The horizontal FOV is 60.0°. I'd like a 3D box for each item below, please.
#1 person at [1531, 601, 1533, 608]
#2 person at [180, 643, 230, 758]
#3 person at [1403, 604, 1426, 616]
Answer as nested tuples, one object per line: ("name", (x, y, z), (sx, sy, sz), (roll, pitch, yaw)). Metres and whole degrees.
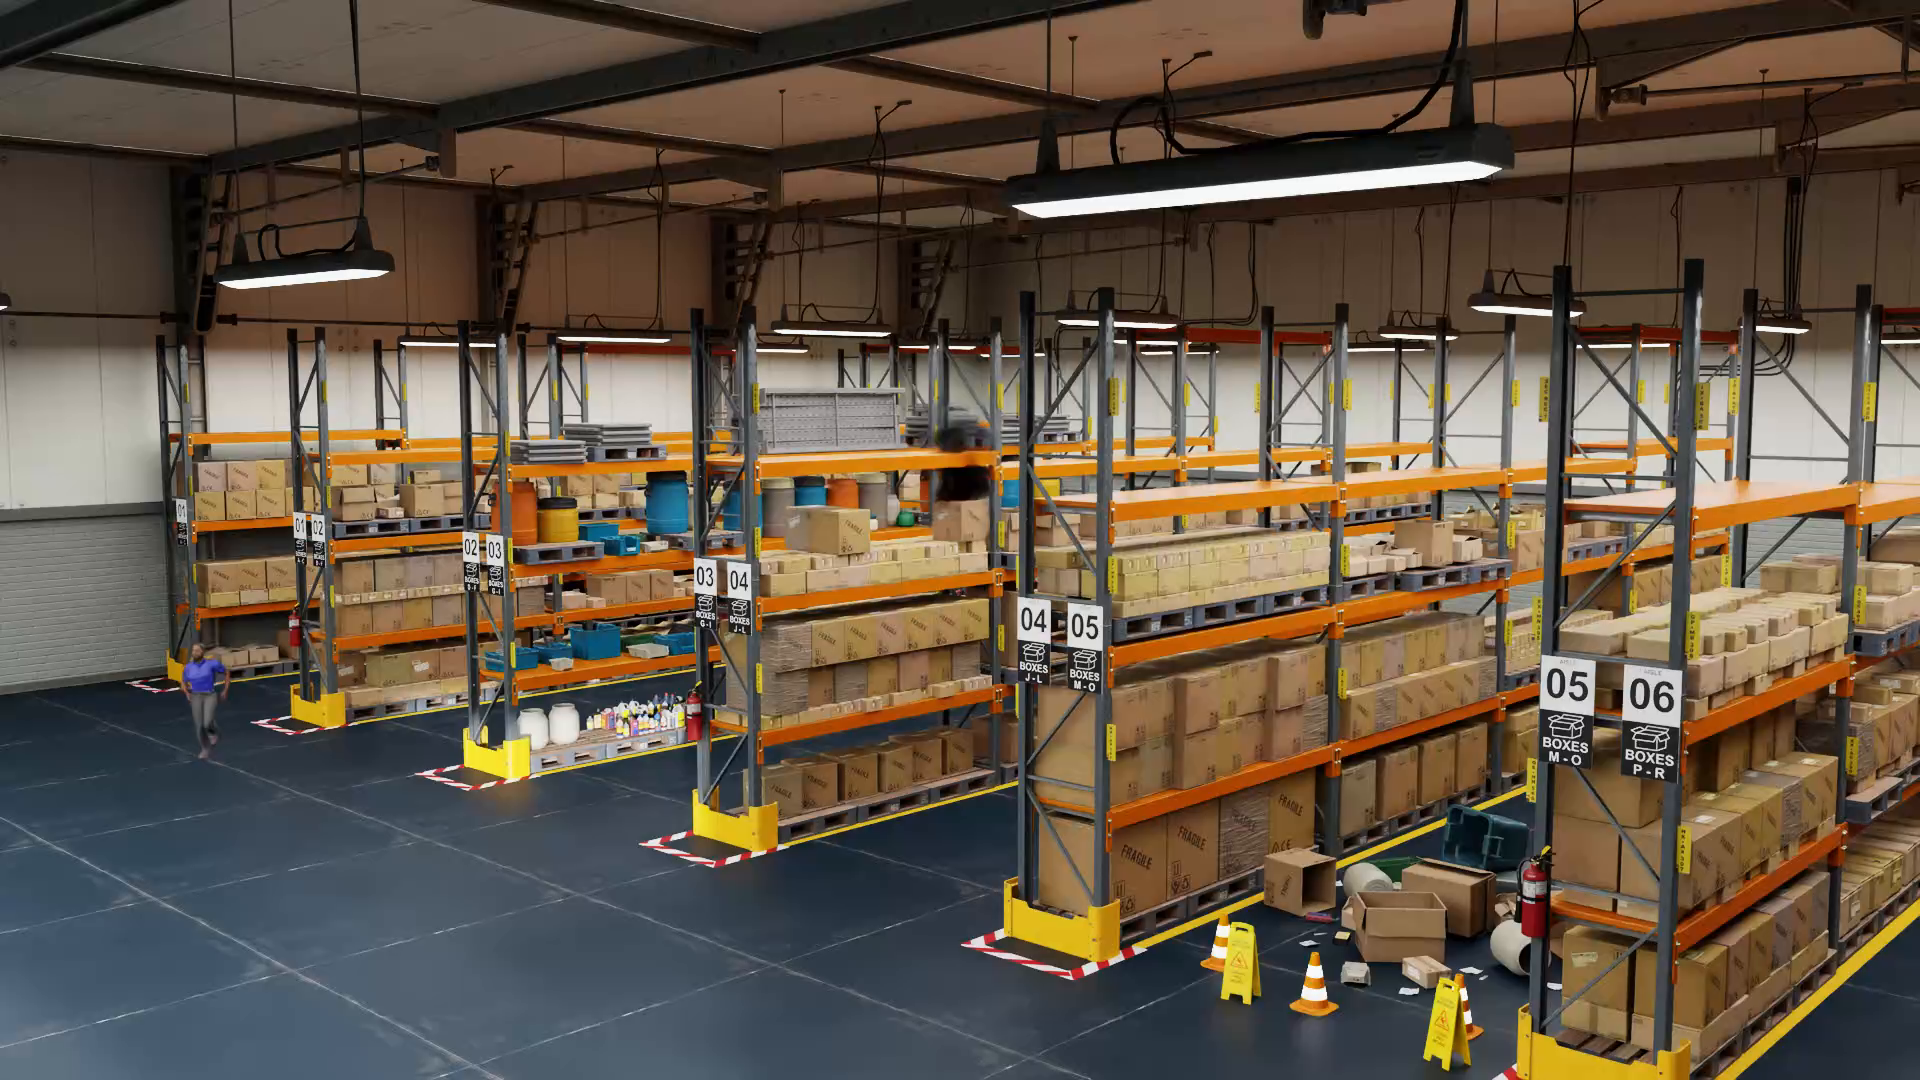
("person", (9.273, 1.804, 26.879), (0.550, 1.660, 0.605), (5, 7, 43))
("person", (-10.421, 2.219, 22.921), (0.602, 1.613, 0.598), (-1, 5, -8))
("person", (7.303, 1.762, 26.698), (0.649, 1.848, 0.799), (4, 7, 35))
